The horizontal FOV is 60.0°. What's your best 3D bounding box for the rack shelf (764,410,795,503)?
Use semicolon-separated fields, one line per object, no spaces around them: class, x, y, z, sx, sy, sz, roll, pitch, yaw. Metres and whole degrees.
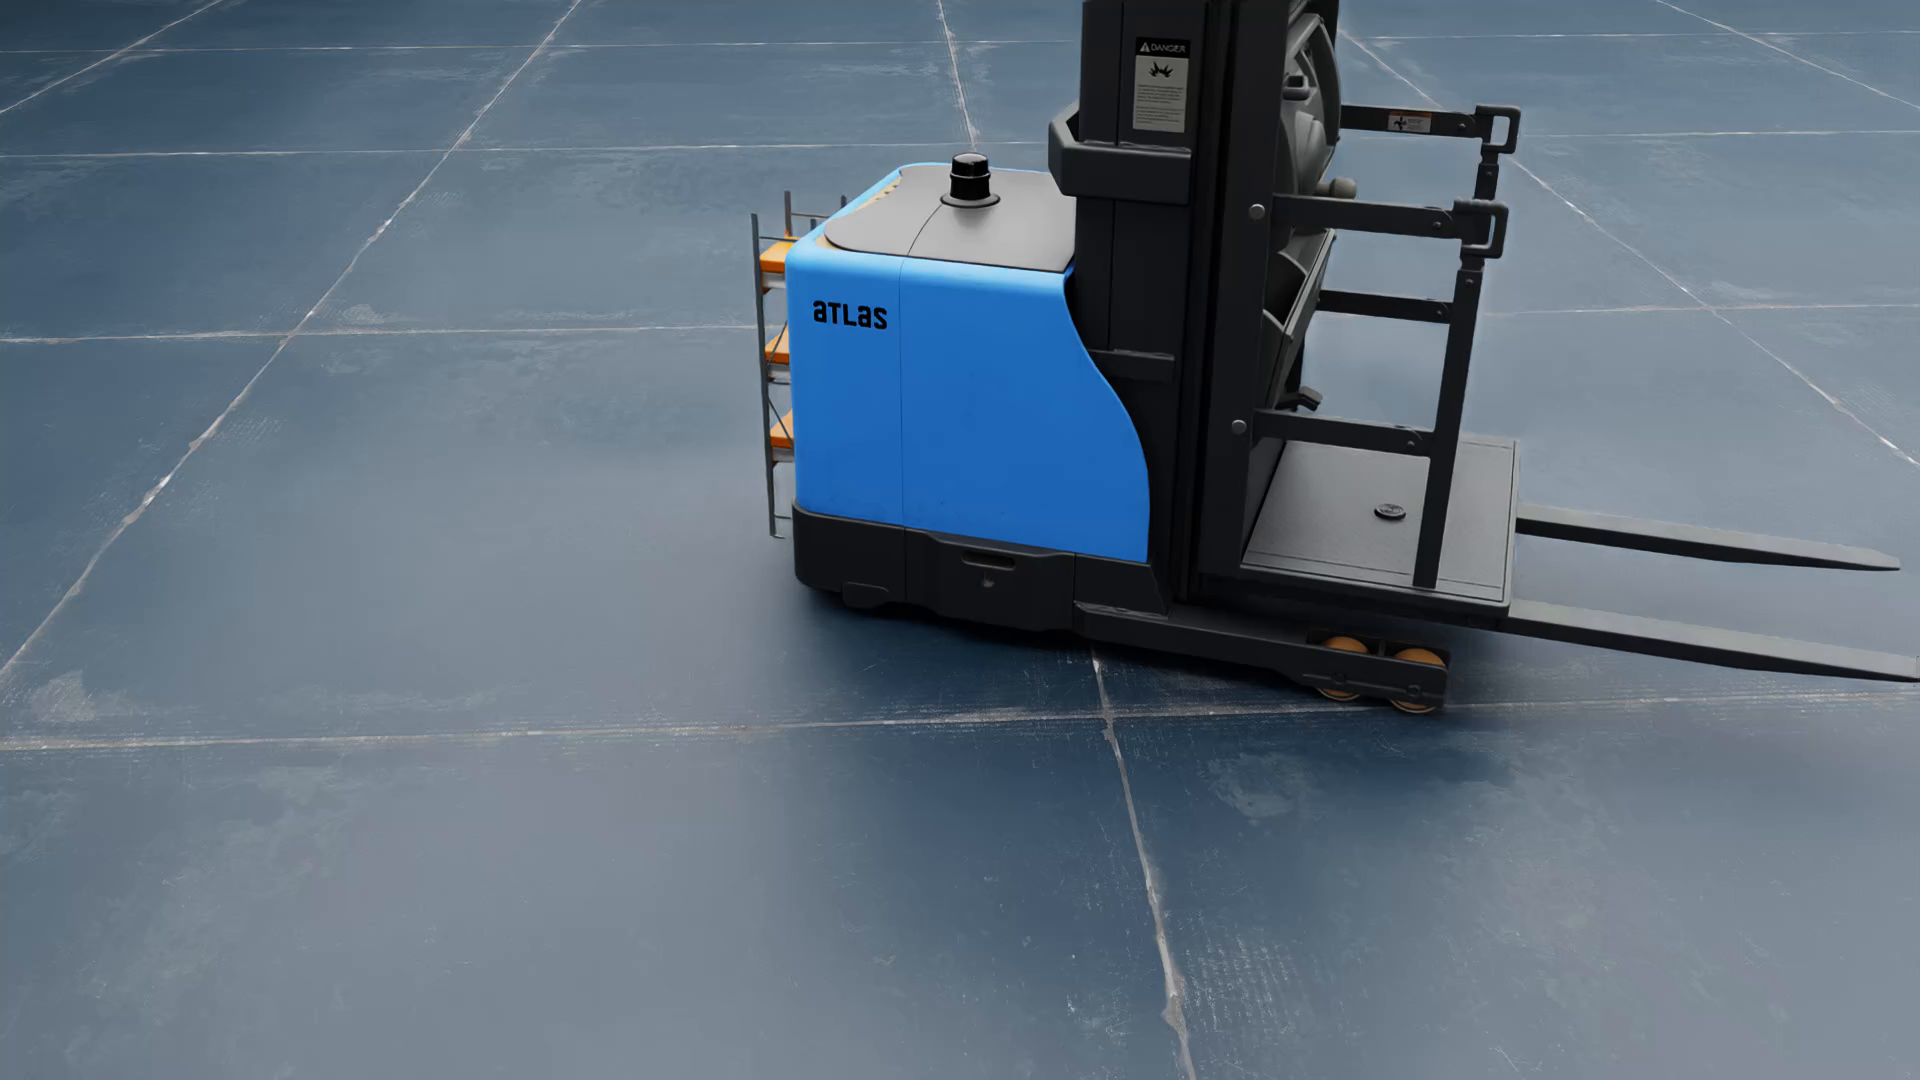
rack shelf;-0.468;-0.261;5.239;0.215;0.259;0.240;8;29;15

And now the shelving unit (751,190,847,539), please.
shelving unit;-0.468;-0.517;5.106;0.215;1.050;0.252;8;29;15

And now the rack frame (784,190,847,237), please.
rack frame;-0.432;-0.571;5.209;0.200;1.050;0.008;8;29;15

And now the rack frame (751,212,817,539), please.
rack frame;-0.505;-0.463;5.003;0.200;1.050;0.008;8;29;15

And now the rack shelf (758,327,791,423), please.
rack shelf;-0.468;-0.508;5.111;0.215;0.259;0.240;8;29;15

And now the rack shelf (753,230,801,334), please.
rack shelf;-0.468;-0.759;4.980;0.215;0.259;0.240;8;29;15

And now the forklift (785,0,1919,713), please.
forklift;1.089;-1.120;4.229;3.031;2.935;1.130;9;29;16
